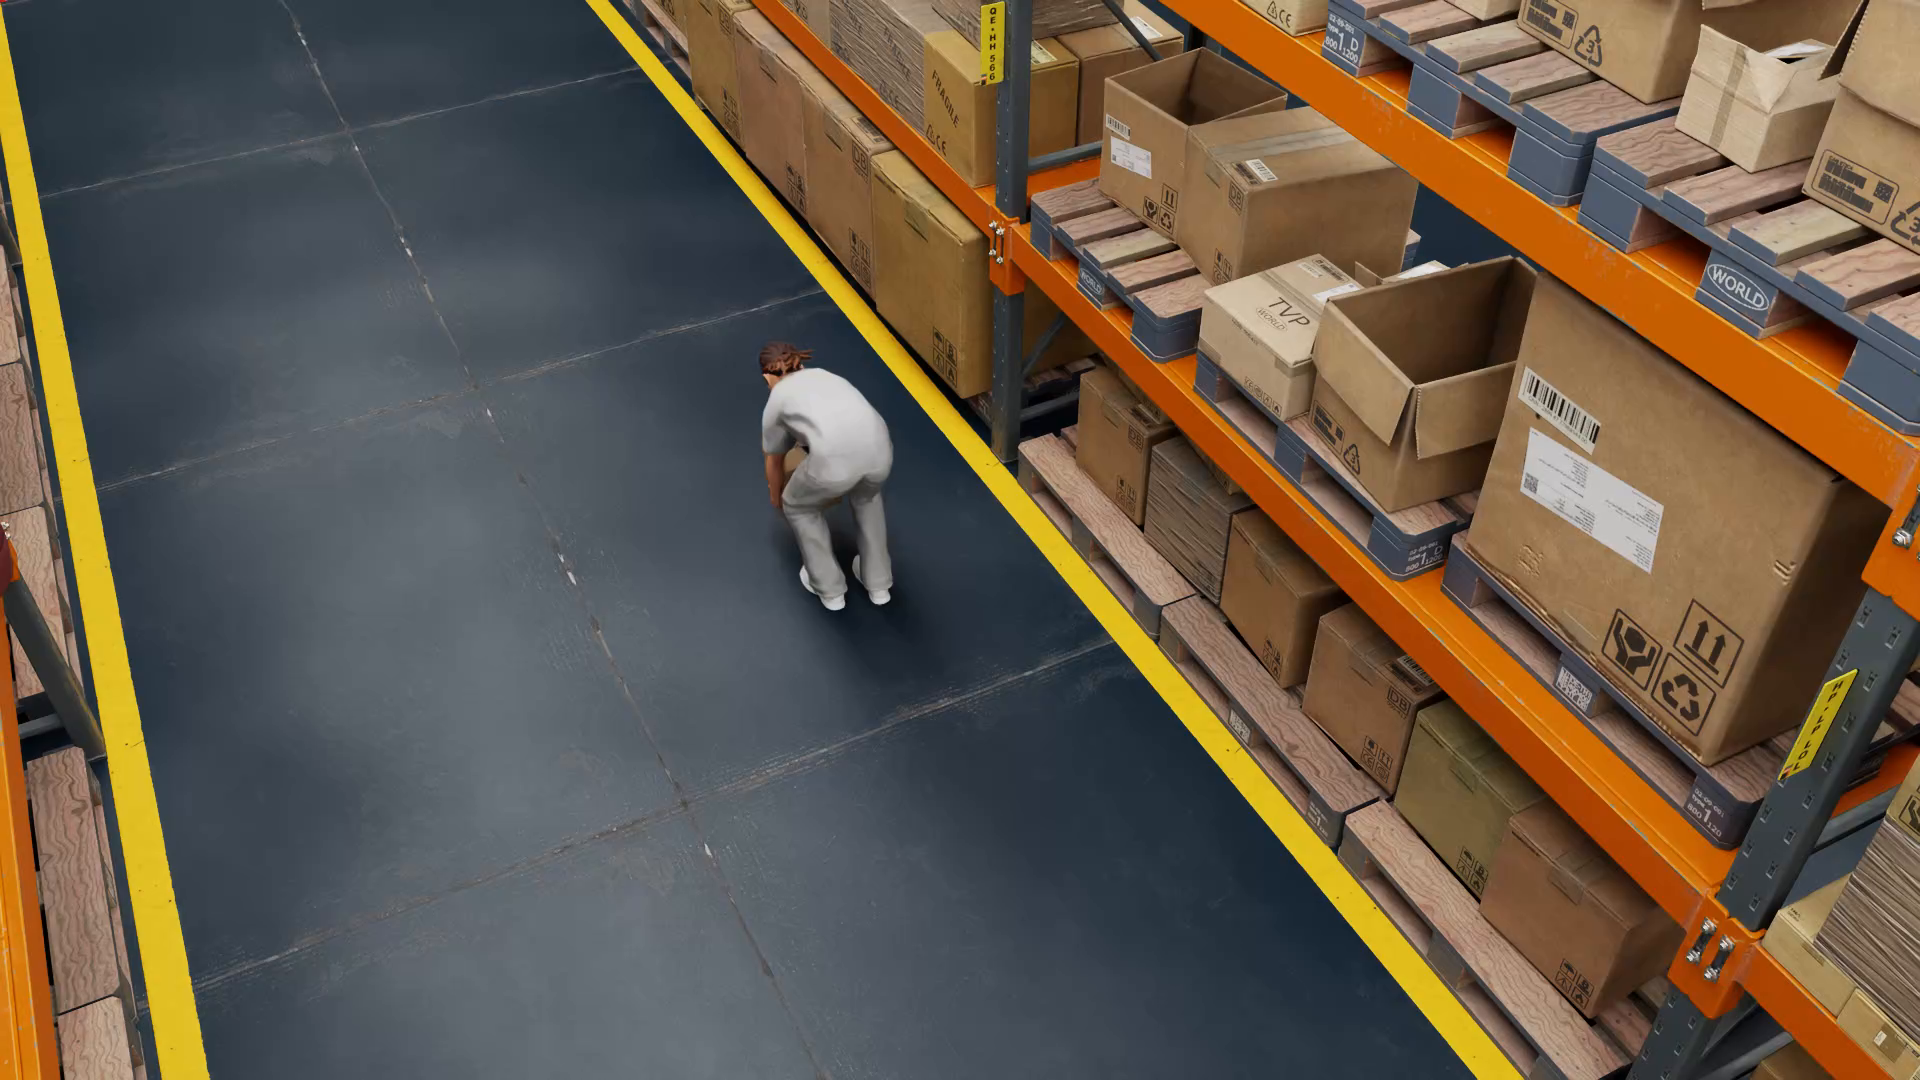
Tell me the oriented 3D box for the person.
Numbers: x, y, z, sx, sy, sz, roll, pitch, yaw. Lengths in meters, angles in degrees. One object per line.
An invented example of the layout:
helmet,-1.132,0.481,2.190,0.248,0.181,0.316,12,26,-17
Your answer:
person,-0.578,-0.274,6.964,0.427,1.024,0.872,-21,45,-22
